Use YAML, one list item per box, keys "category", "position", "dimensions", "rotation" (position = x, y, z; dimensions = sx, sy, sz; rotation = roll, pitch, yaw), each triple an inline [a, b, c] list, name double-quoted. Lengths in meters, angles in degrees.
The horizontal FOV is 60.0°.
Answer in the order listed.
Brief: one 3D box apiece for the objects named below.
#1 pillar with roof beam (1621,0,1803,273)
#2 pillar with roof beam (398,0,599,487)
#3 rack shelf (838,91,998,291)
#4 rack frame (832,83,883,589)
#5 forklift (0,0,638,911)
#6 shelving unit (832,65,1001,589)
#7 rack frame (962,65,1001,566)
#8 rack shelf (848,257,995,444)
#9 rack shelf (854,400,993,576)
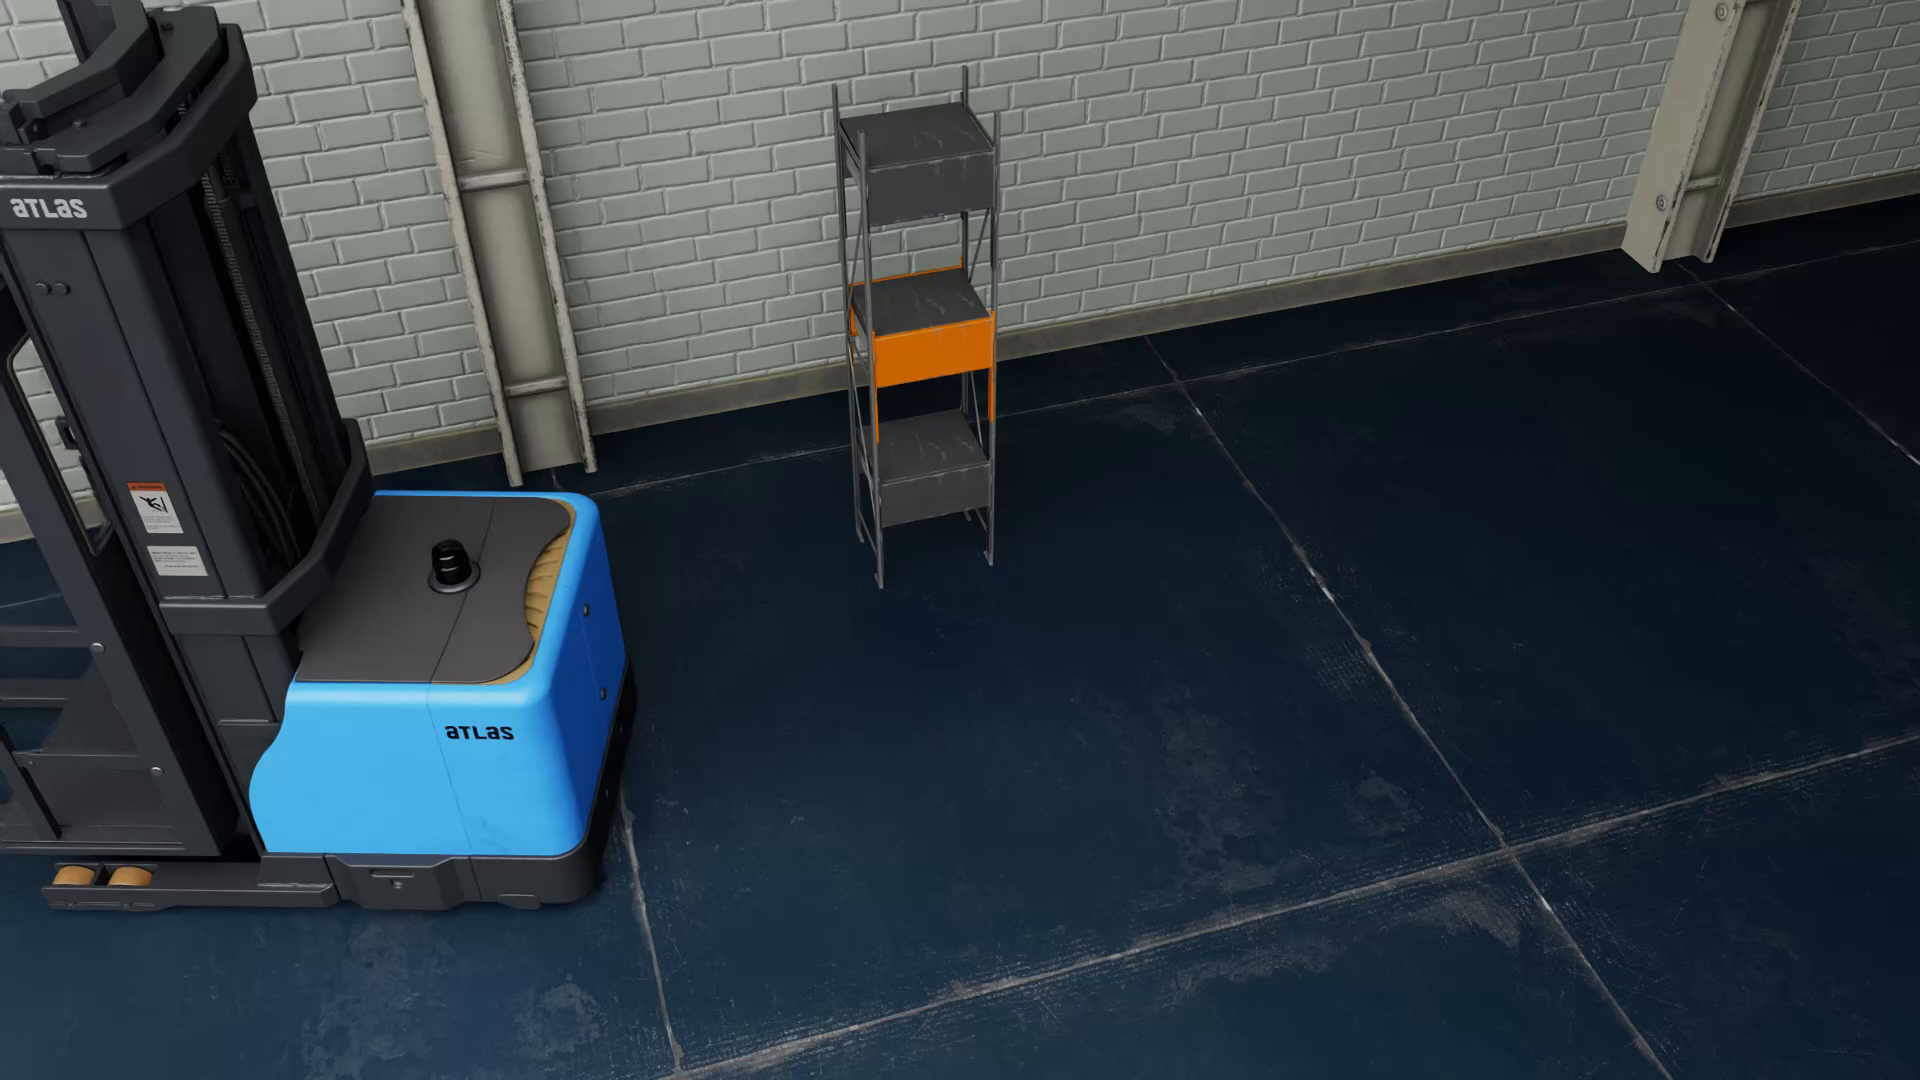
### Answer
- category: "pillar with roof beam"
  position: [5.126, -2.248, 2.983]
  dimensions: [0.400, 9.000, 9.100]
  rotation: [-12, 42, -13]
- category: "pillar with roof beam"
  position: [-0.597, -1.062, 1.626]
  dimensions: [0.400, 9.000, 9.100]
  rotation: [-12, 42, -13]
- category: "rack shelf"
  position: [-0.158, -1.275, 6.070]
  dimensions: [0.480, 0.518, 0.431]
  rotation: [-12, 42, -13]
- category: "rack frame"
  position: [-0.391, -0.710, 6.467]
  dimensions: [0.015, 2.100, 0.400]
  rotation: [-12, 42, -13]
- category: "forklift"
  position: [-2.767, -0.163, 5.209]
  dimensions: [3.031, 2.935, 1.130]
  rotation: [1, 41, 1]
- category: "shelving unit"
  position: [-0.158, -0.758, 6.522]
  dimensions: [0.503, 2.100, 0.431]
  rotation: [-12, 42, -13]
- category: "rack frame"
  position: [0.075, -0.806, 6.577]
  dimensions: [0.015, 2.100, 0.400]
  rotation: [-12, 42, -13]
- category: "rack shelf"
  position: [-0.158, -0.748, 6.531]
  dimensions: [0.480, 0.518, 0.431]
  rotation: [-12, 42, -13]
- category: "rack shelf"
  position: [-0.158, -0.221, 6.991]
  dimensions: [0.480, 0.518, 0.431]
  rotation: [-12, 42, -13]
